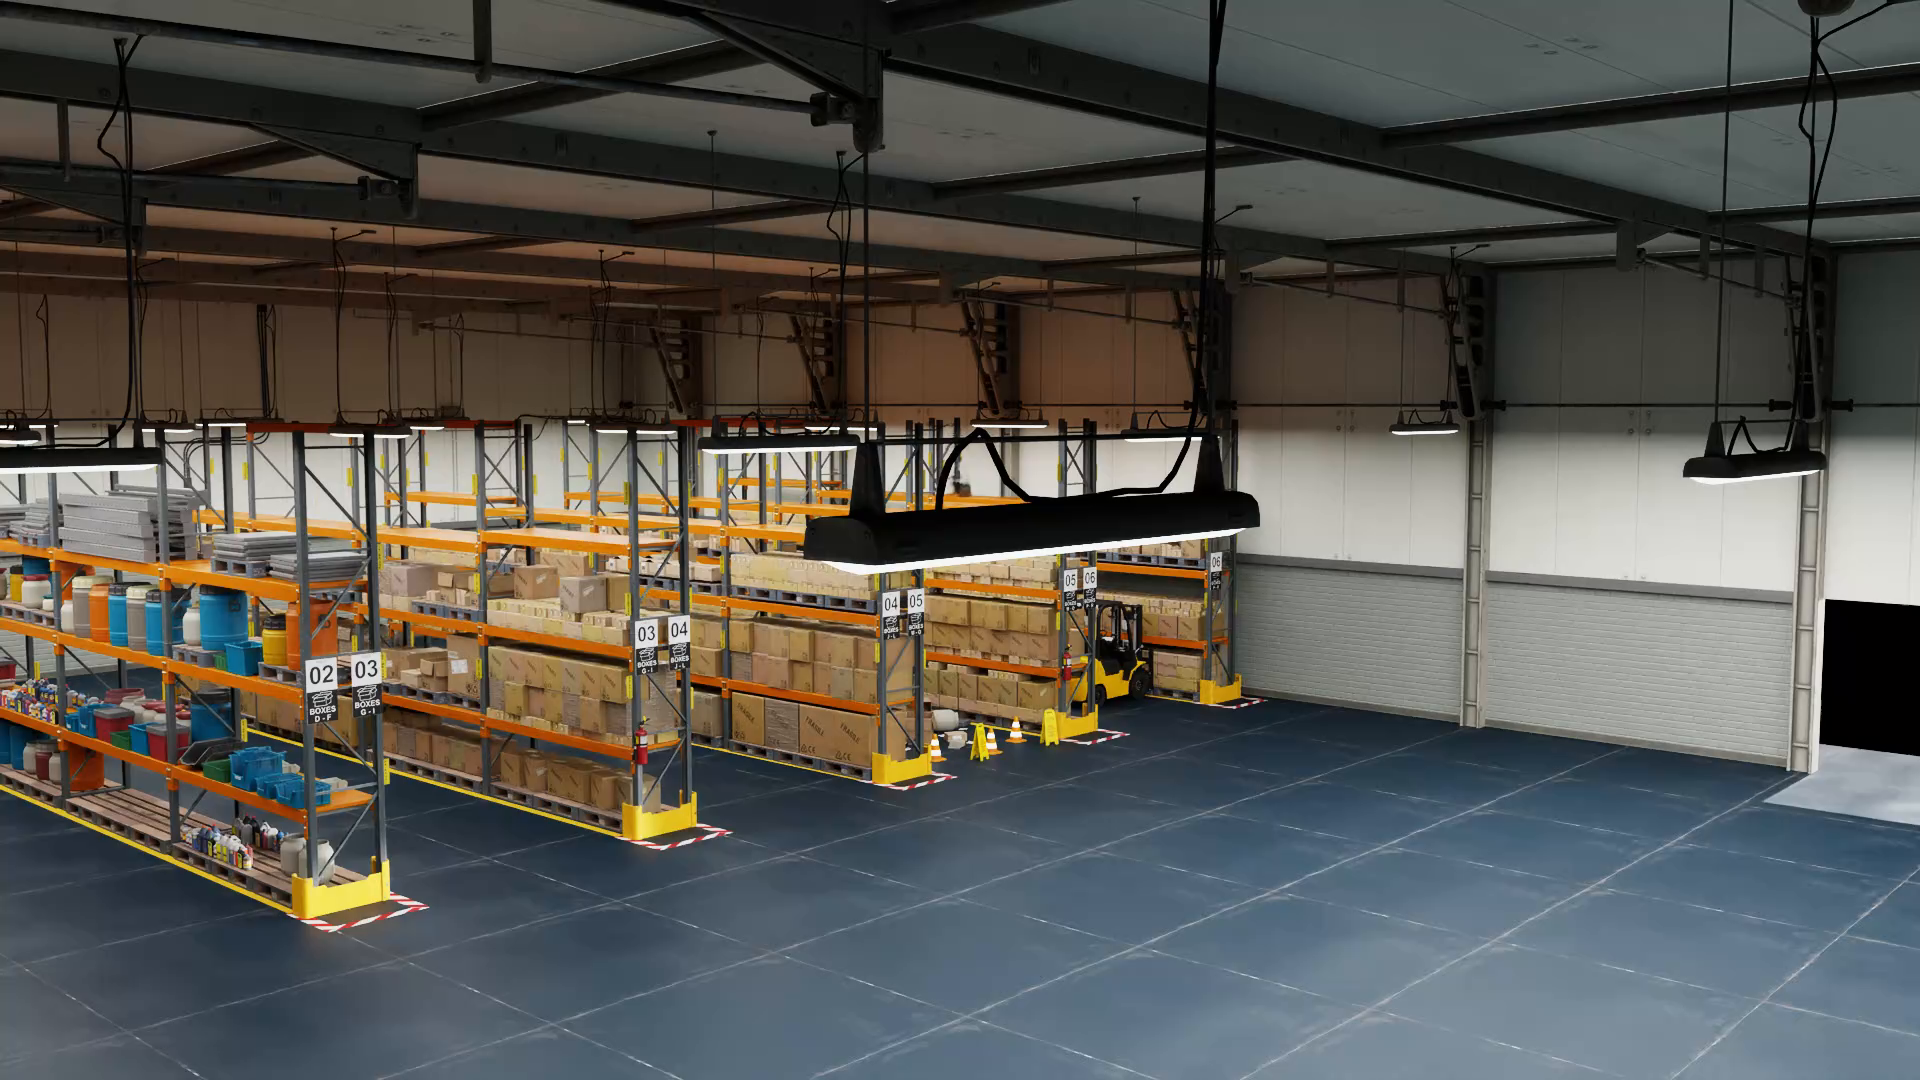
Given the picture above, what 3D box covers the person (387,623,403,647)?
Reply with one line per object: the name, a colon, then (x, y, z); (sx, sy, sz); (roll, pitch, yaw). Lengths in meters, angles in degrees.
person: (-13.322, 2.259, 39.741); (0.705, 1.771, 0.675); (-3, 6, -33)
